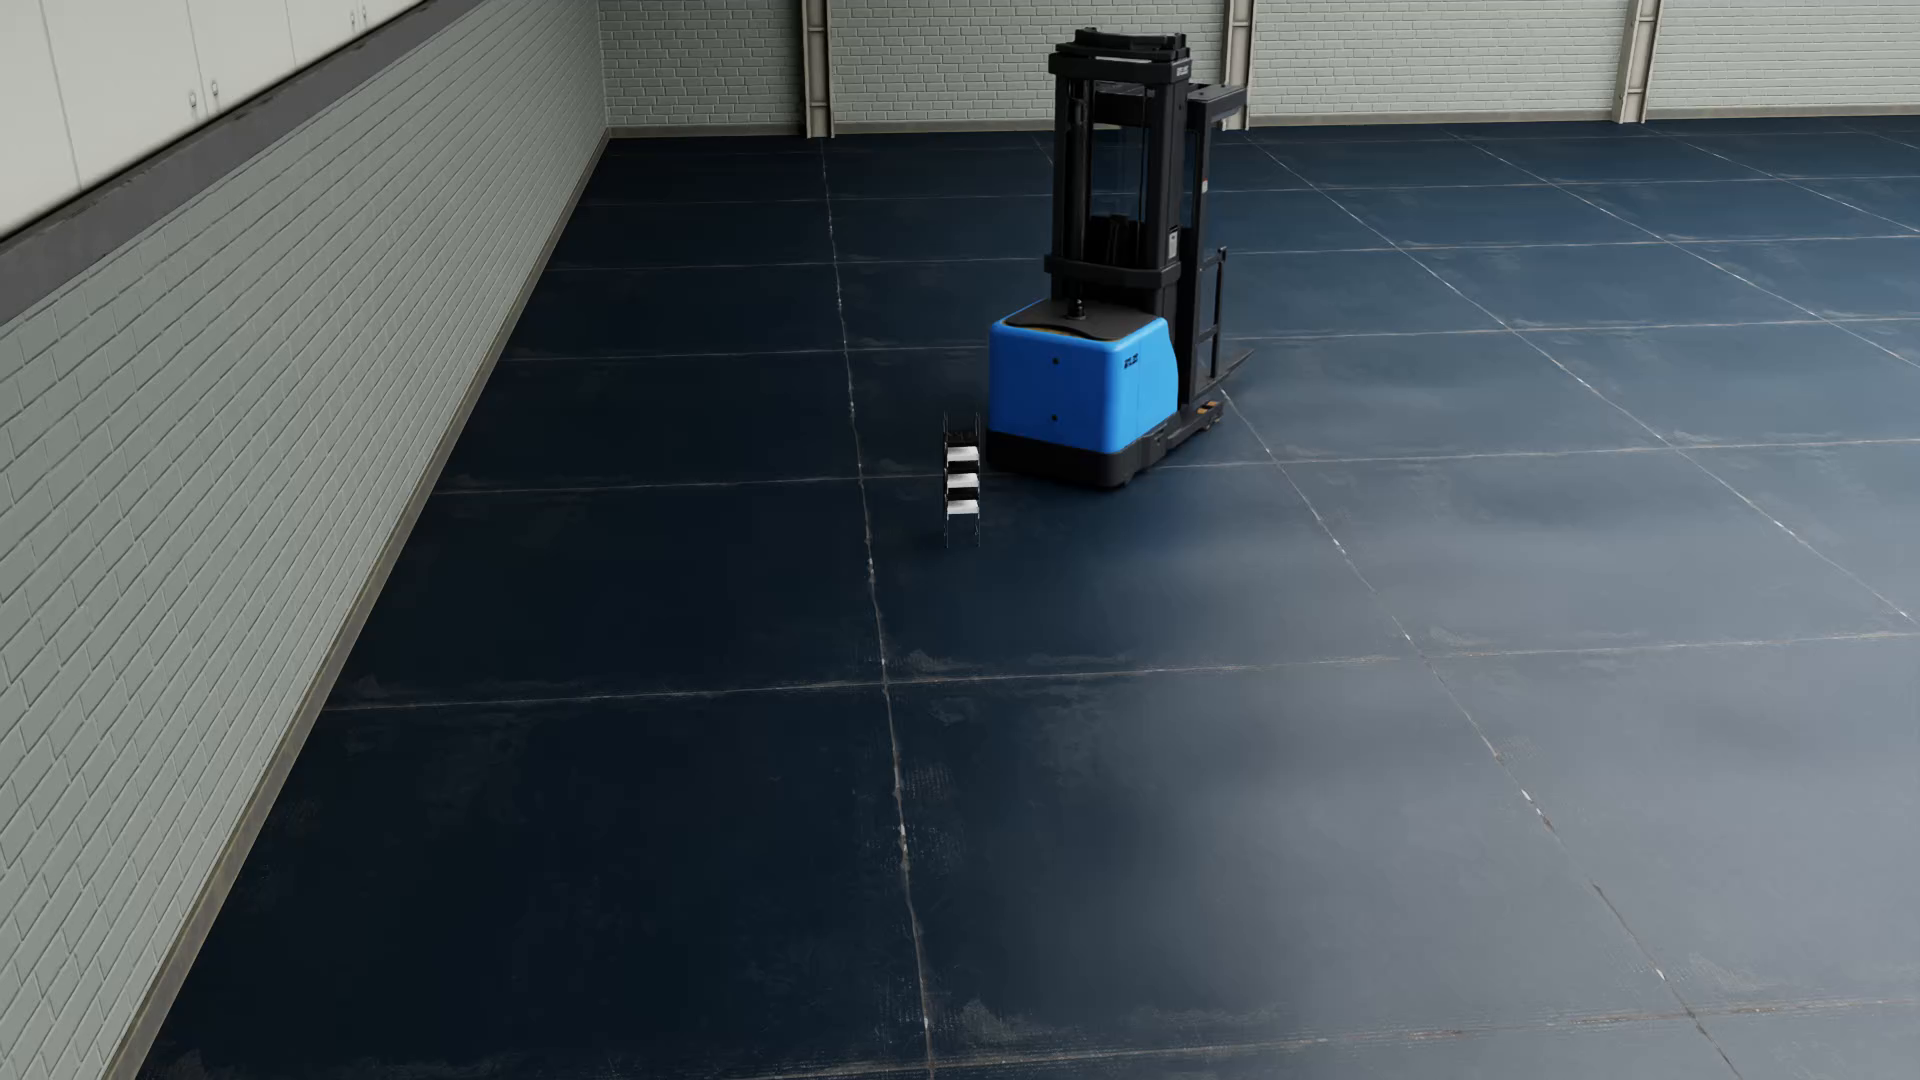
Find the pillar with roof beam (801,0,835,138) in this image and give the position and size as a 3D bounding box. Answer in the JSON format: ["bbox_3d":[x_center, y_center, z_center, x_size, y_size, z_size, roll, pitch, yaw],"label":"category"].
[{"bbox_3d":[-1.568,-8.138,17.979,0.400,9.000,9.100,-2,24,-5],"label":"pillar with roof beam"}]

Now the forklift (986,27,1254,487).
[{"bbox_3d":[1.372,-2.259,12.223,1.130,2.935,3.031,14,27,28],"label":"forklift"}]

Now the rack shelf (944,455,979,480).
[{"bbox_3d":[0.008,-0.463,10.545,0.200,0.077,0.258,-2,24,-5],"label":"rack shelf"}]

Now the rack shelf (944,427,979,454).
[{"bbox_3d":[0.008,-0.628,10.472,0.200,0.077,0.258,-2,24,-5],"label":"rack shelf"}]

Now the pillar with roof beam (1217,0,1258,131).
[{"bbox_3d":[4.403,-8.377,18.518,0.400,9.000,9.100,-2,24,-5],"label":"pillar with roof beam"}]

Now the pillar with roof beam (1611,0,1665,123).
[{"bbox_3d":[10.374,-8.617,19.057,0.400,9.000,9.100,-2,24,-5],"label":"pillar with roof beam"}]

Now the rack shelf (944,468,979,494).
[{"bbox_3d":[0.008,-0.381,10.581,0.200,0.077,0.258,-2,24,-5],"label":"rack shelf"}]

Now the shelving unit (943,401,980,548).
[{"bbox_3d":[0.008,-0.412,10.568,0.210,0.900,0.258,-2,24,-5],"label":"shelving unit"}]

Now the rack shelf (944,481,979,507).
[{"bbox_3d":[0.008,-0.299,10.618,0.200,0.077,0.258,-2,24,-5],"label":"rack shelf"}]

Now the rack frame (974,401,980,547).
[{"bbox_3d":[0.109,-0.416,10.577,0.006,0.900,0.240,-2,24,-5],"label":"rack frame"}]

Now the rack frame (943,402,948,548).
[{"bbox_3d":[-0.093,-0.407,10.559,0.006,0.900,0.240,-2,24,-5],"label":"rack frame"}]

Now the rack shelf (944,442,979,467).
[{"bbox_3d":[0.008,-0.546,10.508,0.200,0.077,0.258,-2,24,-5],"label":"rack shelf"}]

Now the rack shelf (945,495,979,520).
[{"bbox_3d":[0.008,-0.217,10.655,0.200,0.077,0.258,-2,24,-5],"label":"rack shelf"}]
